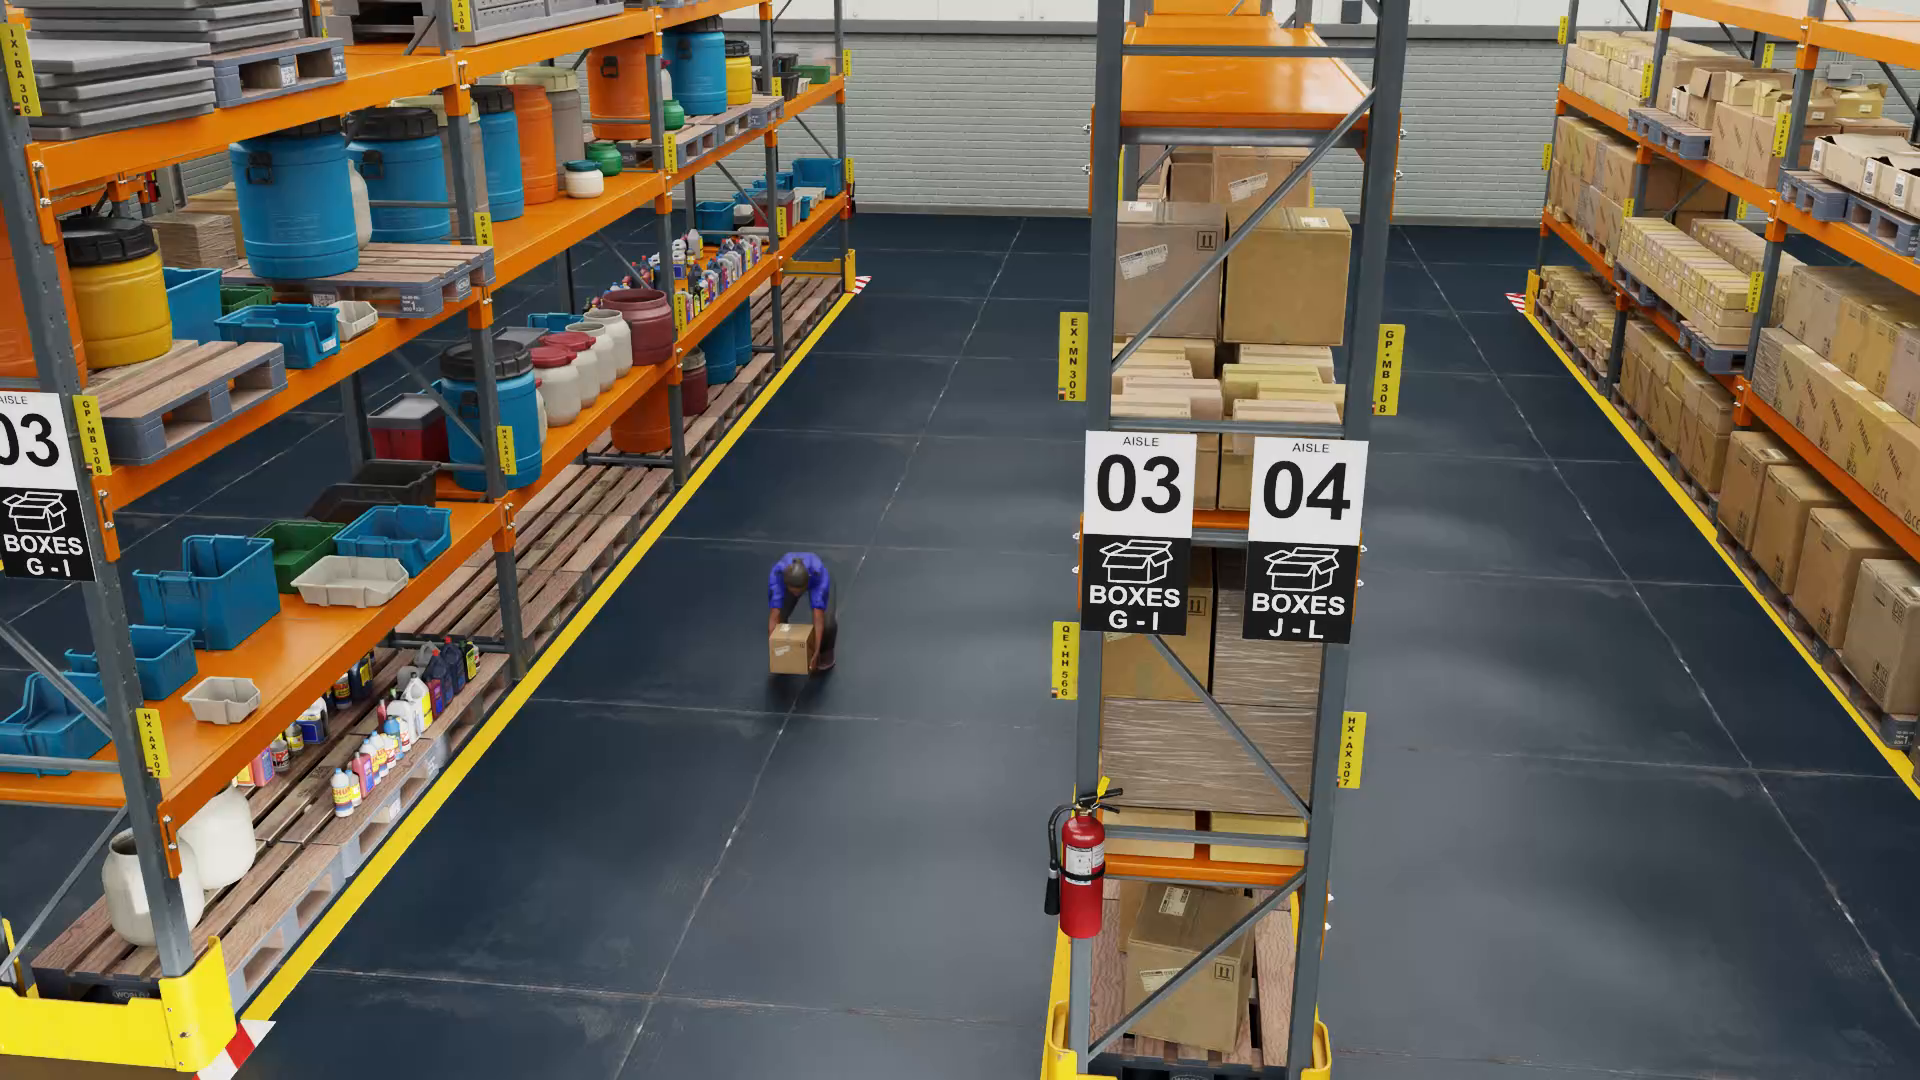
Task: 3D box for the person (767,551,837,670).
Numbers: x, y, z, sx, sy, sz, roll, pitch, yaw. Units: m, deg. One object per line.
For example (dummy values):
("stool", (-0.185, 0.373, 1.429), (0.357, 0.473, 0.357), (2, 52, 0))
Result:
("person", (-1.074, 0.471, 11.283), (0.473, 0.935, 0.867), (2, 21, 4))
